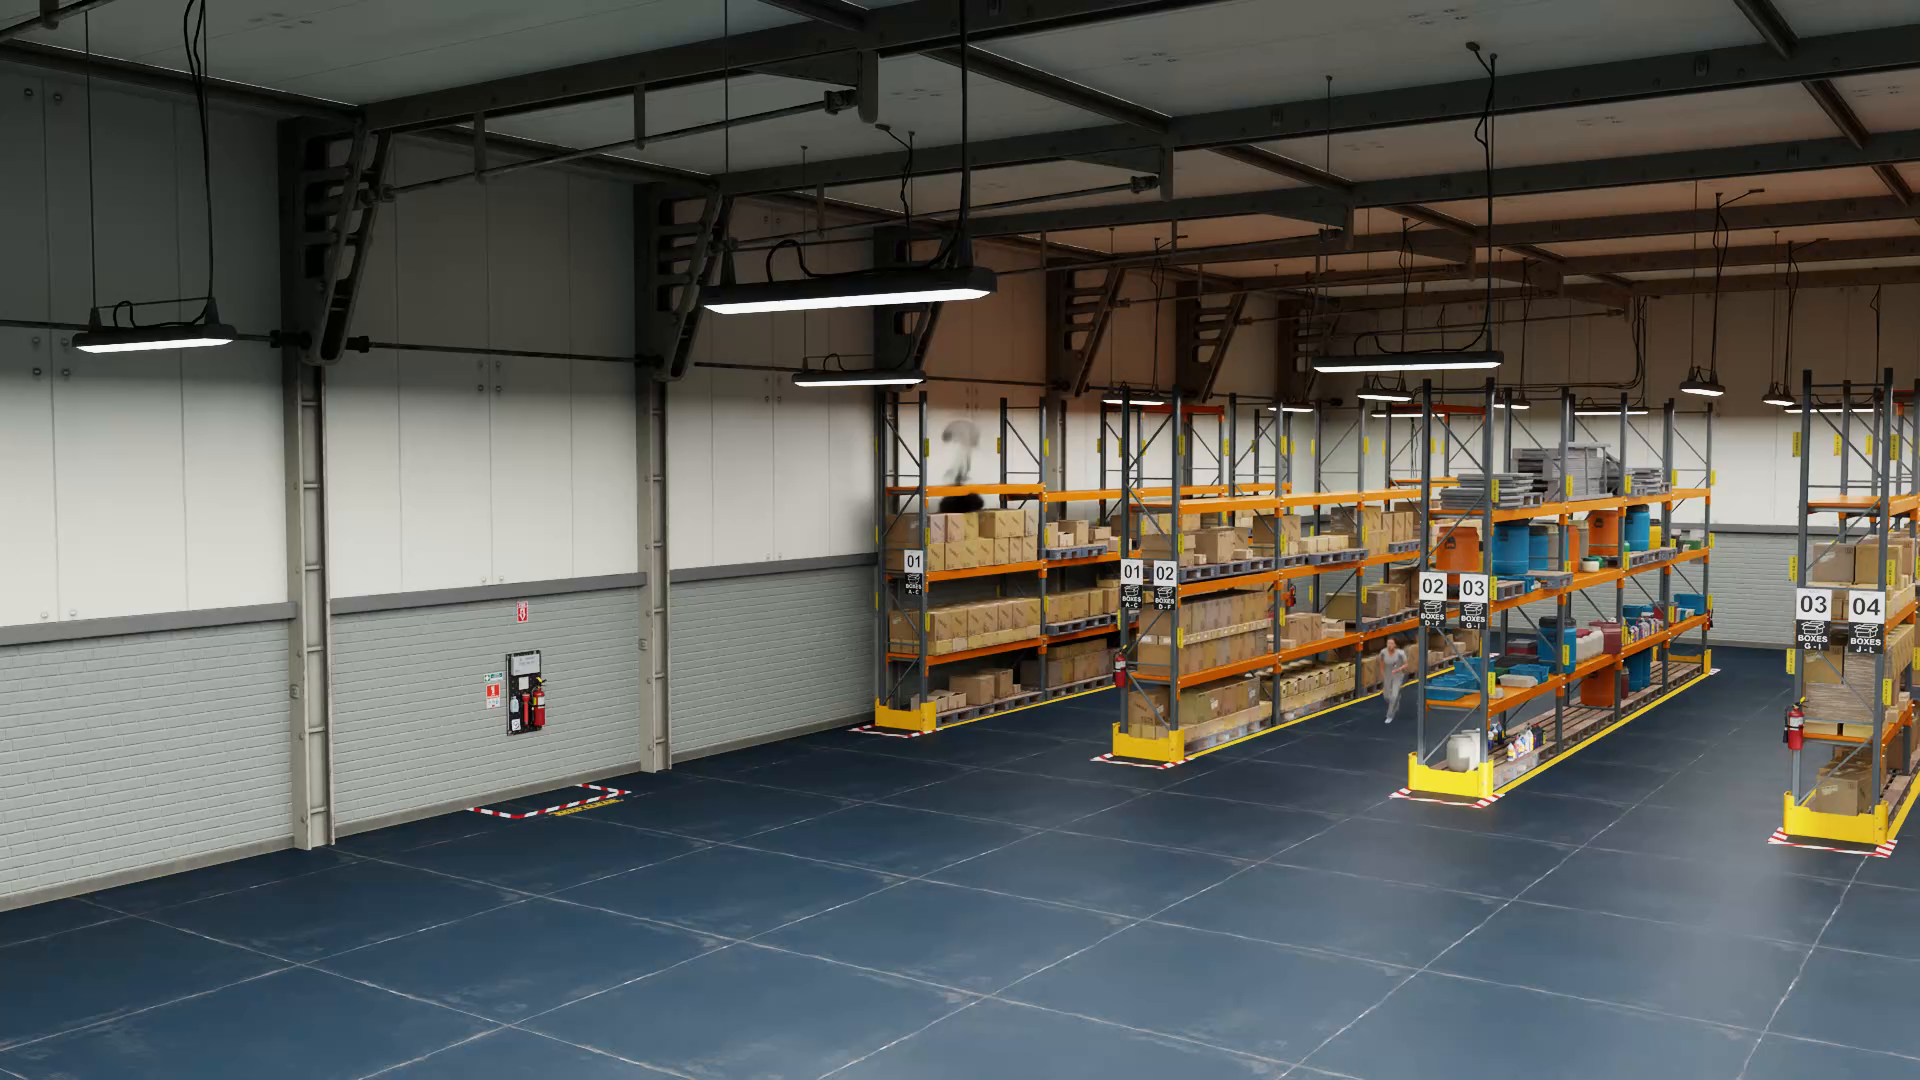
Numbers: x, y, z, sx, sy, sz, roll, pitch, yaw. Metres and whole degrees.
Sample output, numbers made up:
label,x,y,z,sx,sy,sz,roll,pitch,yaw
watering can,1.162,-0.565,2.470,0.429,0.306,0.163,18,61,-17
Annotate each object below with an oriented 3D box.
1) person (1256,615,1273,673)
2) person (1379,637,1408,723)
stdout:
label,x,y,z,sx,sy,sz,roll,pitch,yaw
person,6.407,2.199,35.415,0.668,1.711,0.821,2,4,30
person,7.906,2.539,30.353,0.554,1.600,0.705,1,3,25
